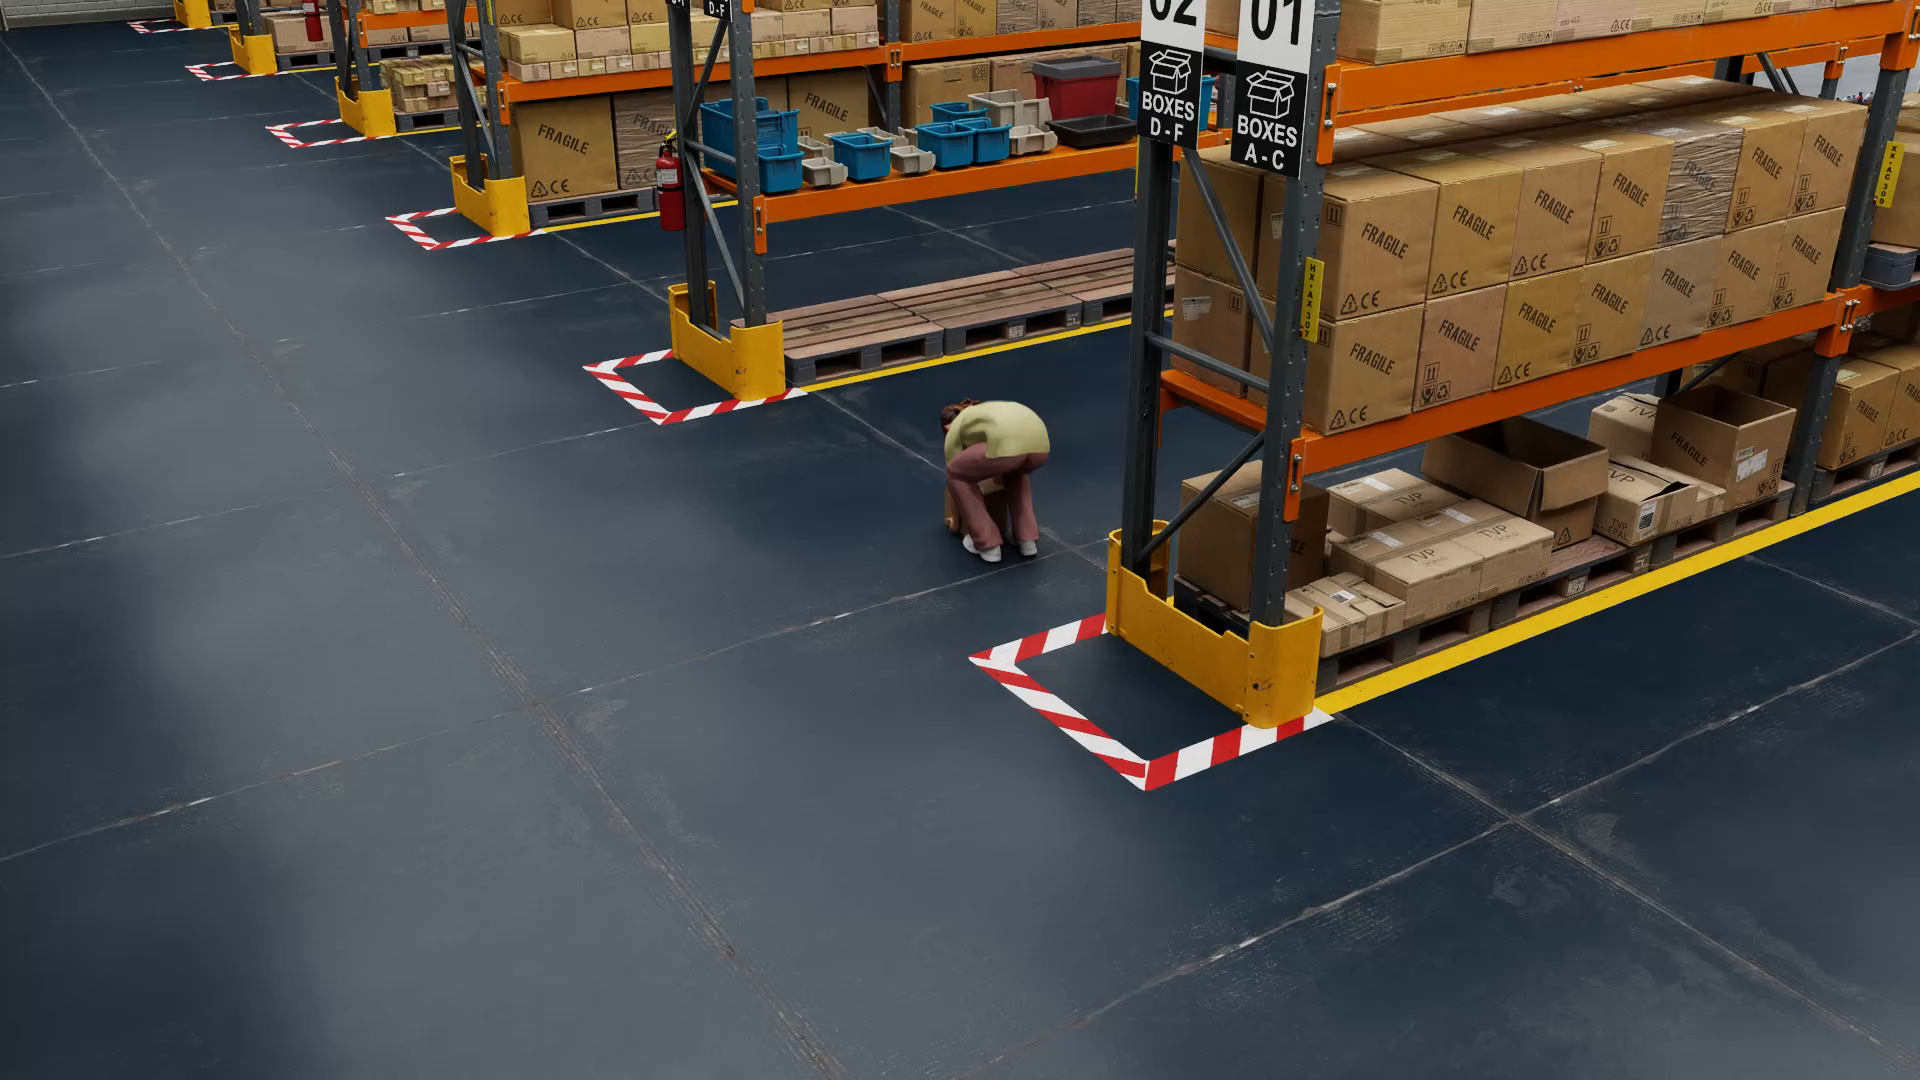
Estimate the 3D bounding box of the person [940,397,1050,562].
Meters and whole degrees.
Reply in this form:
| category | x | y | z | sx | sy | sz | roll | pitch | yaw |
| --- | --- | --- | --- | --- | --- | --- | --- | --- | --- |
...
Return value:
| category | x | y | z | sx | sy | sz | roll | pitch | yaw |
| --- | --- | --- | --- | --- | --- | --- | --- | --- | --- |
| person | 0.152 | -0.377 | 8.906 | 0.476 | 0.837 | 0.858 | -12 | 28 | -25 |
